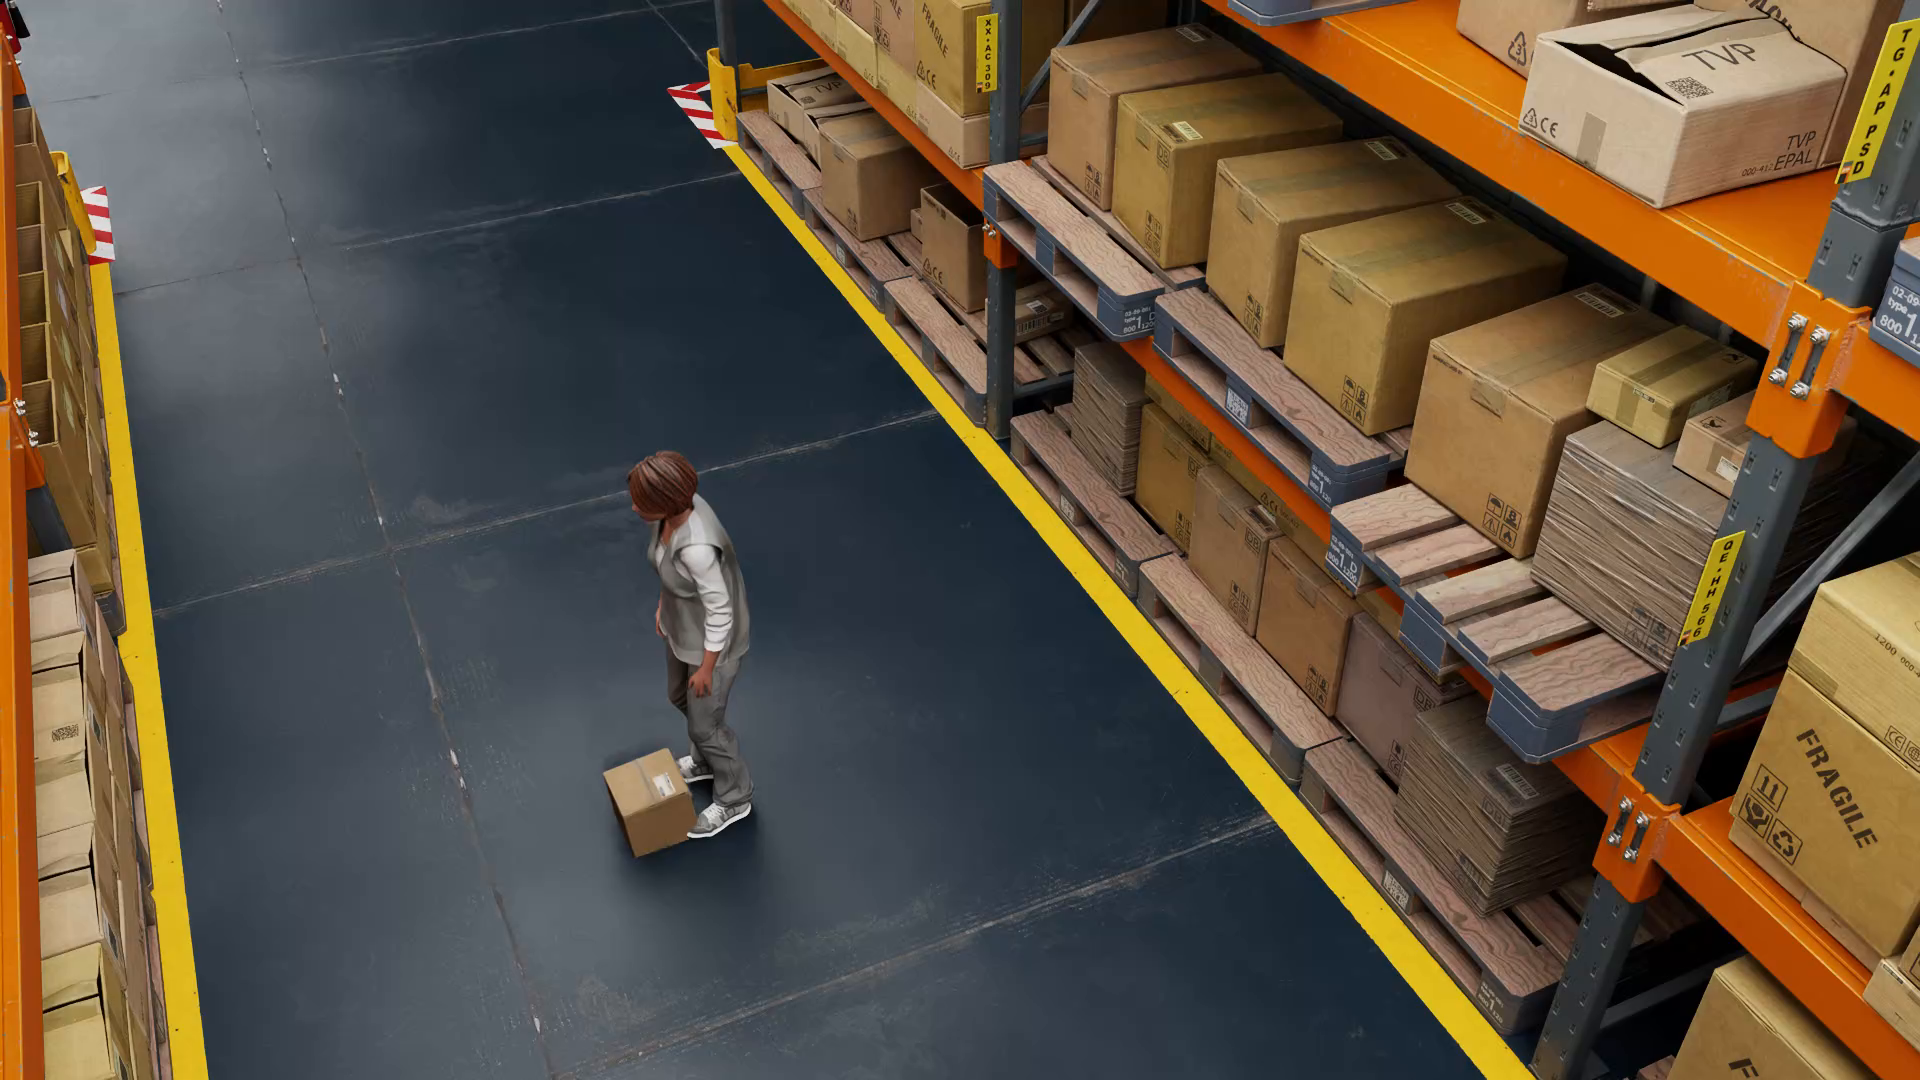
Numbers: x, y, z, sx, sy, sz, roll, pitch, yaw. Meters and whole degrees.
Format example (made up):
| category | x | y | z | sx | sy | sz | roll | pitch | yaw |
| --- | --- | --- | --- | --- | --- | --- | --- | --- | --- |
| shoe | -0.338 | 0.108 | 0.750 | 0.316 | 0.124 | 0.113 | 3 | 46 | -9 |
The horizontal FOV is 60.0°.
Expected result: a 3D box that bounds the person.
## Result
| category | x | y | z | sx | sy | sz | roll | pitch | yaw |
| --- | --- | --- | --- | --- | --- | --- | --- | --- | --- |
| person | -0.903 | 0.344 | 5.715 | 0.342 | 1.594 | 0.460 | -17 | 41 | -21 |
